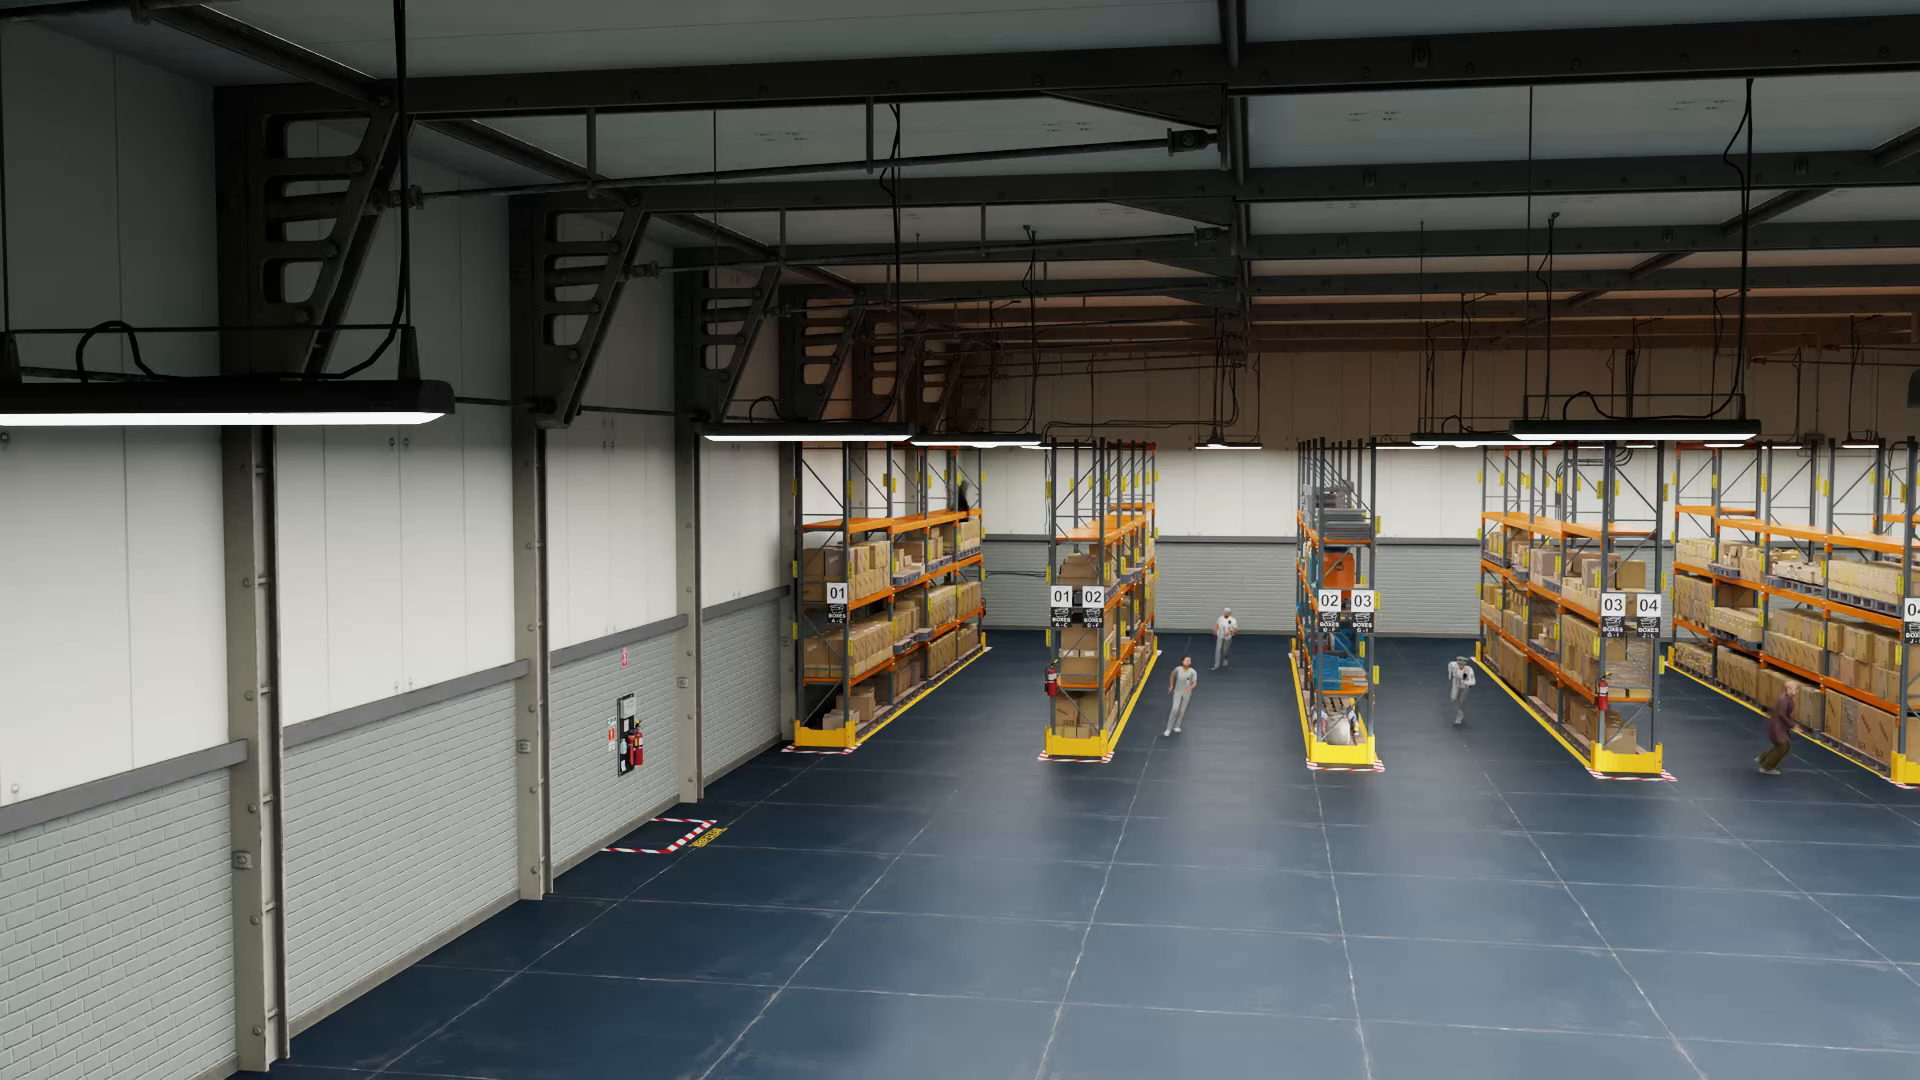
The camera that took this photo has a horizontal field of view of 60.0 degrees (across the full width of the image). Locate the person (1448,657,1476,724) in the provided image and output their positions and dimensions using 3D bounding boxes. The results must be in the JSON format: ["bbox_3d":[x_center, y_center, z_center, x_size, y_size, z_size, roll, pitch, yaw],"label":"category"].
[{"bbox_3d":[10.633,3.154,35.221,0.596,1.454,1.097,1,3,23],"label":"person"}]

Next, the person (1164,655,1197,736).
[{"bbox_3d":[4.436,3.111,33.488,0.661,1.623,0.769,0,3,4],"label":"person"}]

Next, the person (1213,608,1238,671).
[{"bbox_3d":[7.005,2.594,43.783,0.630,1.639,0.907,1,3,21],"label":"person"}]

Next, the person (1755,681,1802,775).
[{"bbox_3d":[14.444,3.325,29.356,0.786,1.699,0.691,2,4,35],"label":"person"}]
